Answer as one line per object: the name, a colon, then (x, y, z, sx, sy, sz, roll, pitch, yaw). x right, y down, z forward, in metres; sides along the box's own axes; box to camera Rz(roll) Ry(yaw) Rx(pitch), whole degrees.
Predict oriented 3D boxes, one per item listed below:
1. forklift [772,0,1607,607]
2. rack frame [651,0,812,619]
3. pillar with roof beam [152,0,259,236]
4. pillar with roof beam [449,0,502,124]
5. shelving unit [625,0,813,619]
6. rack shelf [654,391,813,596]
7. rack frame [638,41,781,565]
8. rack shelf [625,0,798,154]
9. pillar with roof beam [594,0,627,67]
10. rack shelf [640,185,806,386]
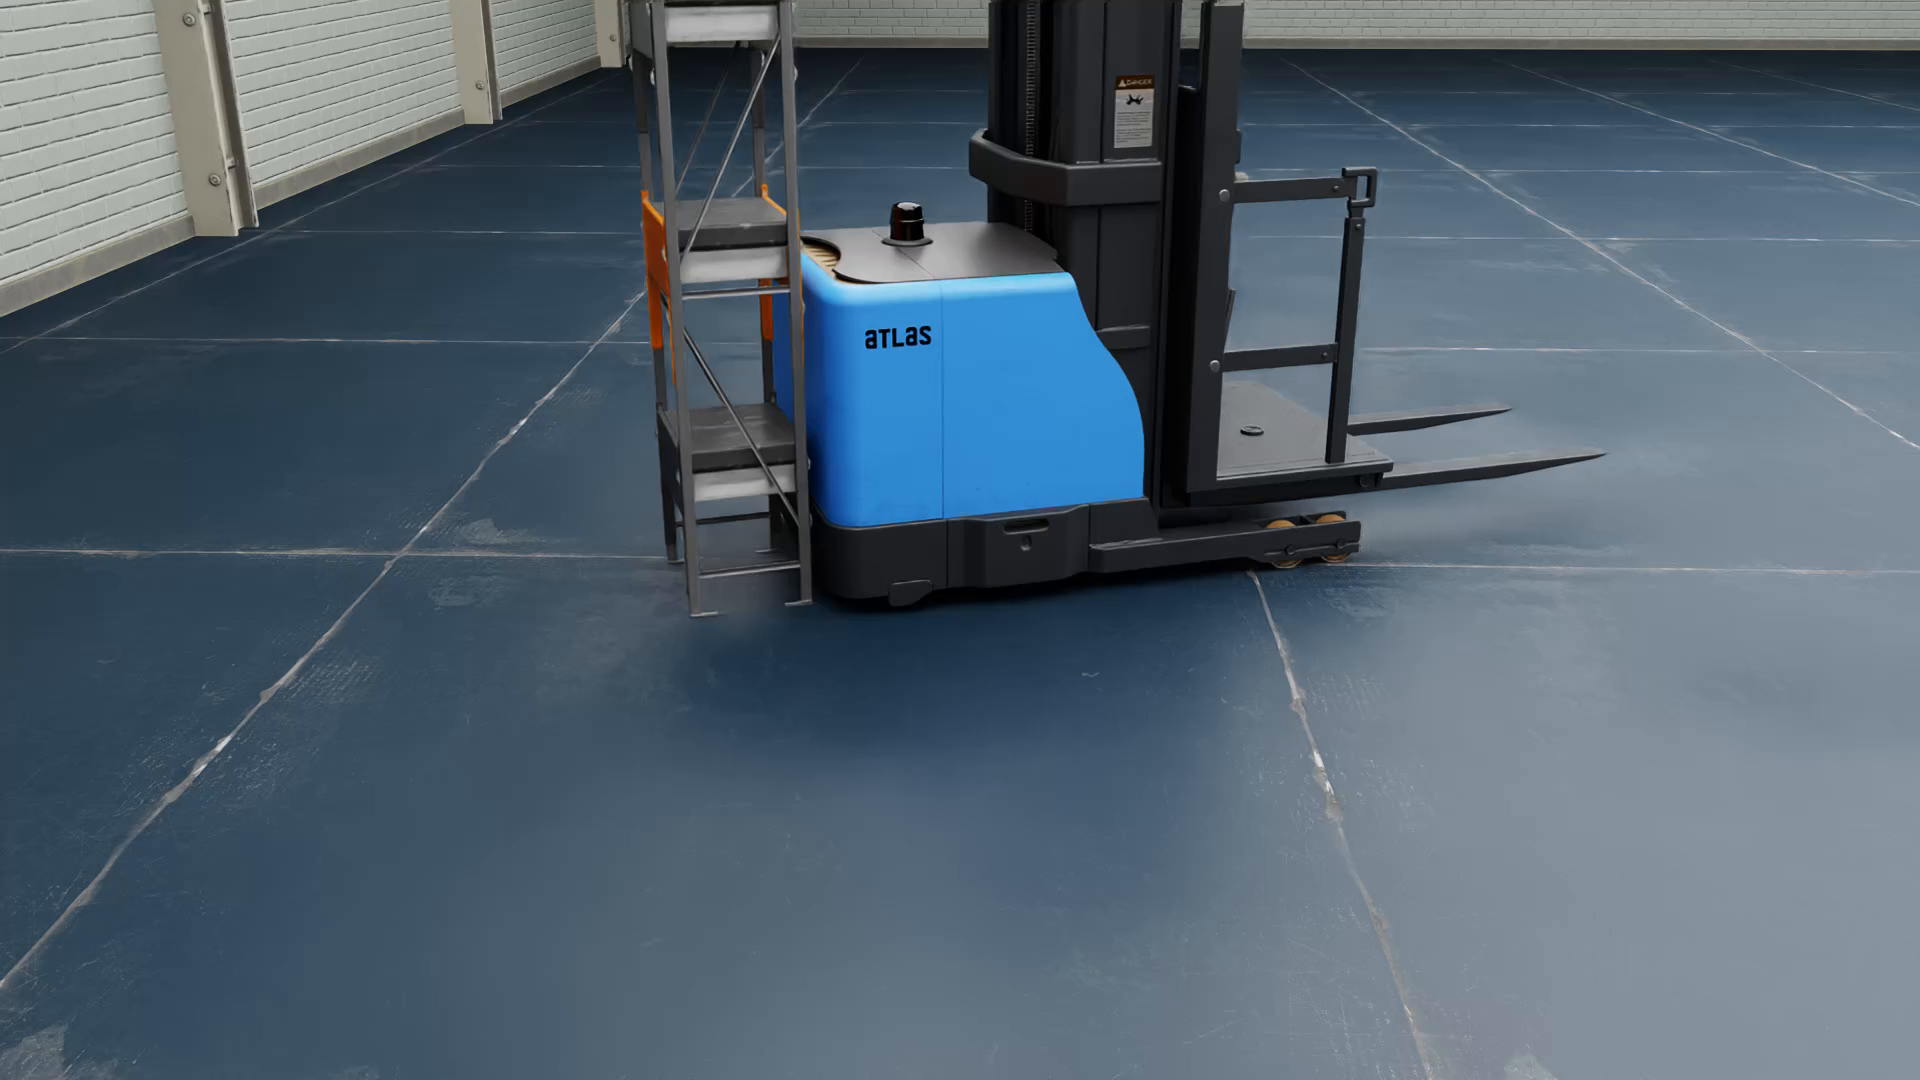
forklift: (0.892, -1.441, 5.692, 3.031, 2.935, 1.130, -6, 22, -16)
rack frame: (-0.680, -0.747, 5.051, 0.400, 2.100, 0.015, -7, 22, -17)
pillar with roof beam: (-0.812, -6.302, 9.832, 9.100, 9.000, 0.400, 1, 21, 2)
pillar with roof beam: (-0.630, -8.472, 15.423, 9.100, 9.000, 0.400, 1, 21, 2)
shelving unit: (-0.755, -0.831, 5.268, 0.431, 2.100, 0.503, -7, 22, -17)
rack shelf: (-0.755, -0.166, 5.526, 0.431, 0.518, 0.480, -7, 22, -17)
rack frame: (-0.829, -0.915, 5.484, 0.400, 2.100, 0.015, -7, 22, -17)
rack shelf: (-0.755, -1.471, 5.019, 0.431, 0.518, 0.480, -7, 22, -17)
pillar with roof beam: (-0.447, -10.641, 21.014, 9.100, 9.000, 0.400, 1, 21, 2)
rack shelf: (-0.755, -0.818, 5.273, 0.431, 0.518, 0.480, -7, 22, -17)
